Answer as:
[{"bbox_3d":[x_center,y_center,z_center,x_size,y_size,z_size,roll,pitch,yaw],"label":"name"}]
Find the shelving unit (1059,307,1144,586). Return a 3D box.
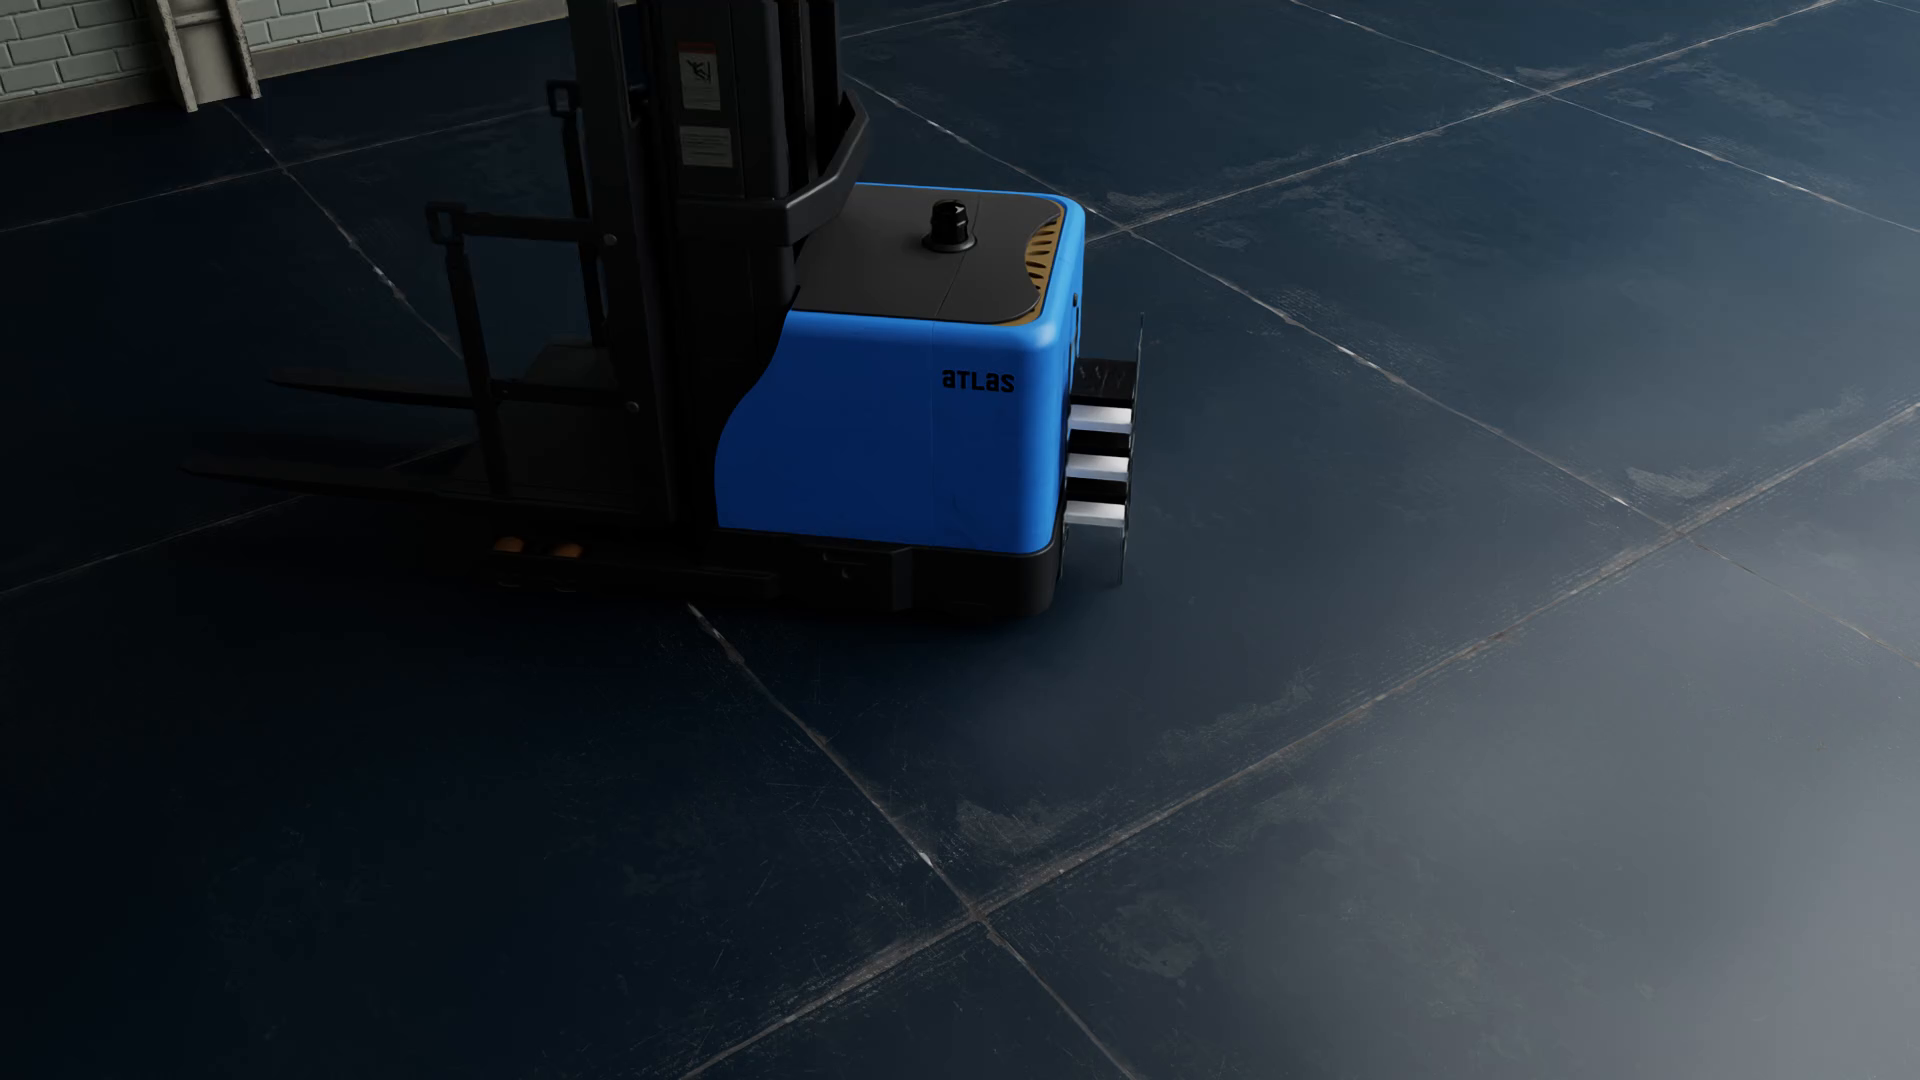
[{"bbox_3d":[0.453,-0.290,5.382,0.210,0.900,0.258,5,36,7],"label":"shelving unit"}]

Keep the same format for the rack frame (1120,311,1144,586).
[{"bbox_3d":[0.554,-0.281,5.370,0.006,0.900,0.240,5,36,7],"label":"rack frame"}]

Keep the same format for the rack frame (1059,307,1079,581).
[{"bbox_3d":[0.353,-0.299,5.395,0.006,0.900,0.240,5,36,7],"label":"rack frame"}]

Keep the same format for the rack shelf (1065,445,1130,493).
[{"bbox_3d":[0.453,-0.263,5.402,0.200,0.077,0.258,5,36,7],"label":"rack shelf"}]

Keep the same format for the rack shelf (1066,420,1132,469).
[{"bbox_3d":[0.453,-0.336,5.349,0.200,0.077,0.258,5,36,7],"label":"rack shelf"}]

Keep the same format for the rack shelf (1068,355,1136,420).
[{"bbox_3d":[0.453,-0.482,5.244,0.200,0.077,0.258,5,36,7],"label":"rack shelf"}]

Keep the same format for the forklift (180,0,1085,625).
[{"bbox_3d":[-1.136,-1.314,5.066,3.031,2.935,1.130,5,36,7],"label":"forklift"}]

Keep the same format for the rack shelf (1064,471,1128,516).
[{"bbox_3d":[0.453,-0.190,5.454,0.200,0.077,0.258,5,36,7],"label":"rack shelf"}]

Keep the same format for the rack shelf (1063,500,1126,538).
[{"bbox_3d":[0.453,-0.117,5.507,0.200,0.077,0.258,5,36,7],"label":"rack shelf"}]

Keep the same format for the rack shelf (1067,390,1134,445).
[{"bbox_3d":[0.453,-0.409,5.297,0.200,0.077,0.258,5,36,7],"label":"rack shelf"}]

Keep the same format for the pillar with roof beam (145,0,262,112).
[{"bbox_3d":[-1.606,-4.039,3.658,0.400,9.000,9.100,-22,41,-28],"label":"pillar with roof beam"}]
